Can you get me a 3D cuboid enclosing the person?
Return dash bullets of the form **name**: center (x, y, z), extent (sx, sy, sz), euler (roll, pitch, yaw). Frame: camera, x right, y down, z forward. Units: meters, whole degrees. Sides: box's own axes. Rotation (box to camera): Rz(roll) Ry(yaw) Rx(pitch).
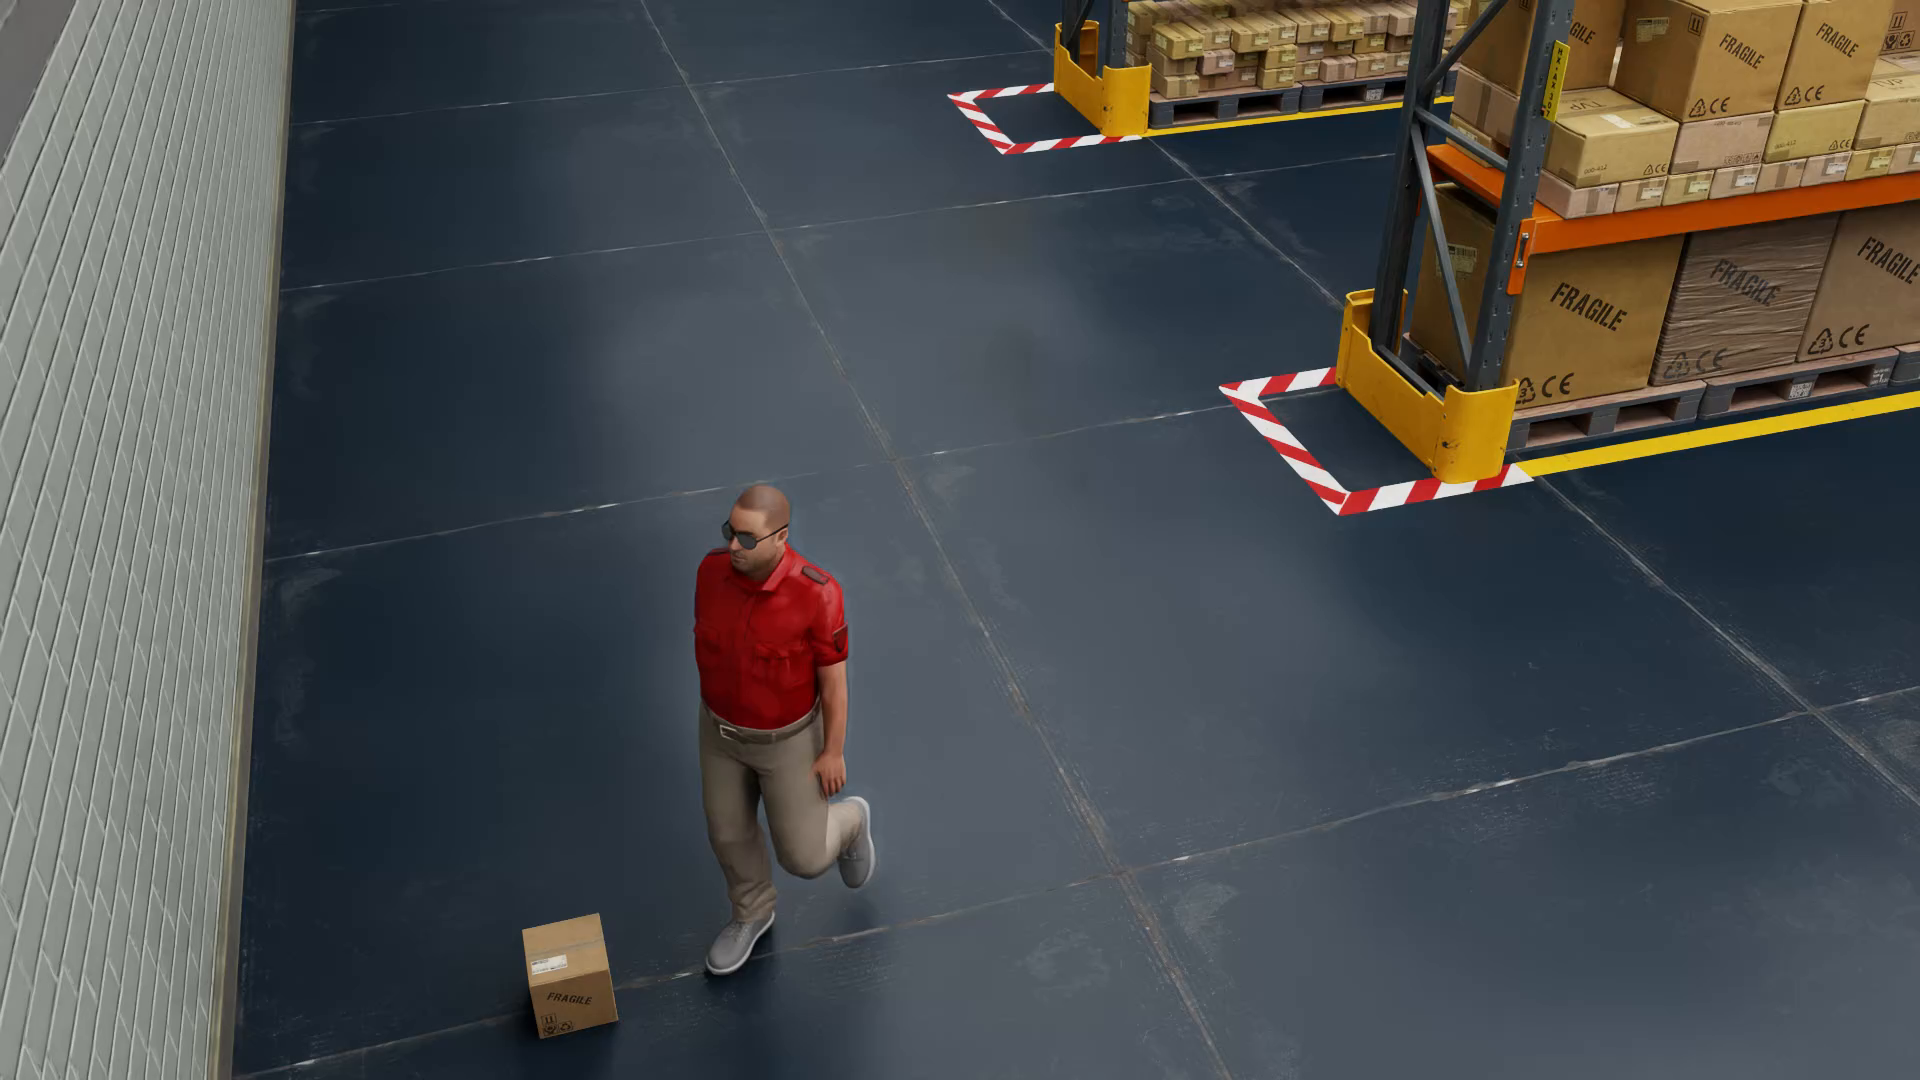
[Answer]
- **person**: center (-0.595, 0.590, 5.244), extent (0.552, 1.709, 0.656), euler (13, 36, 19)
